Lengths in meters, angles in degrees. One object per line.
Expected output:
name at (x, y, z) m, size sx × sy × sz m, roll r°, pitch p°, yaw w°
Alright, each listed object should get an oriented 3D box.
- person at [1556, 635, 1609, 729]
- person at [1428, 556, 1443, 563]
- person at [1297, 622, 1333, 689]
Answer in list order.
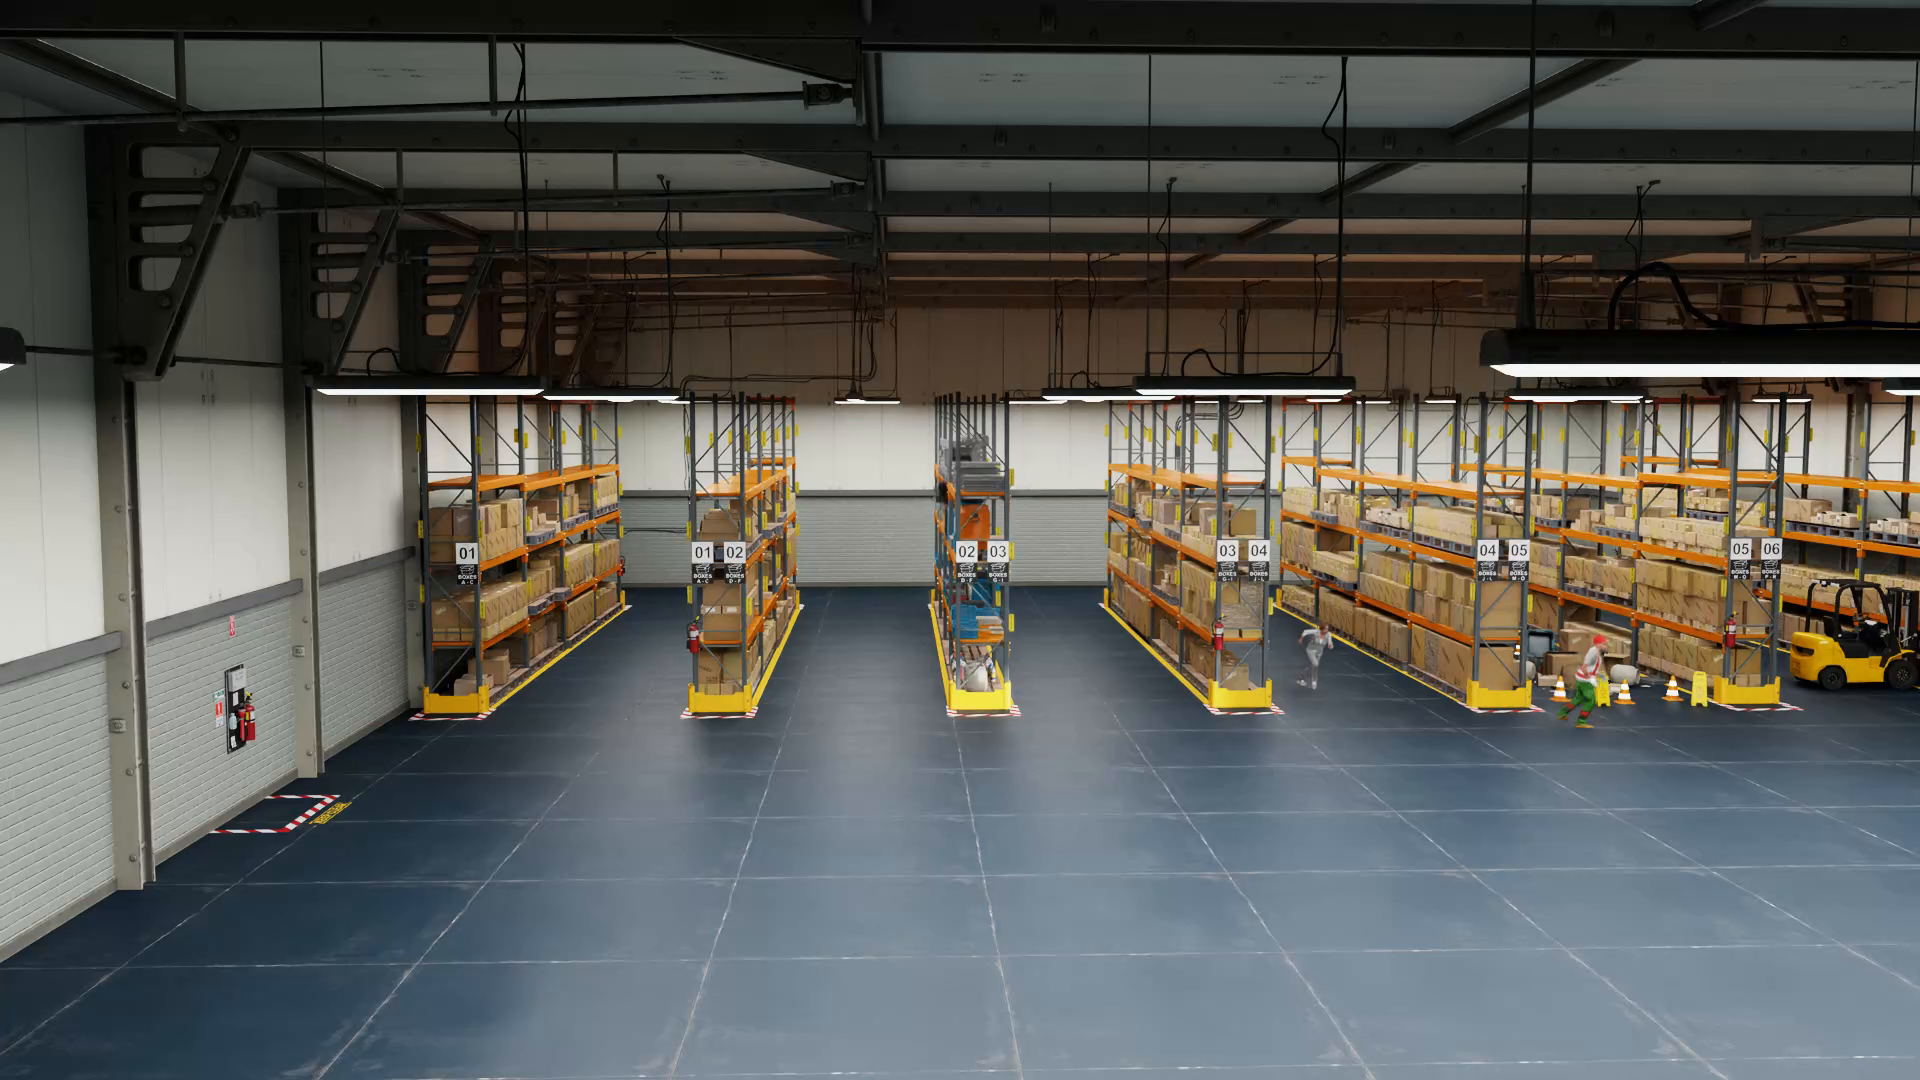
person at (11.097, 2.508, 29.628) m, size 0.865 × 1.694 × 0.668 m, roll 2°, pitch 5°, yaw 23°
person at (14.048, 1.010, 49.125) m, size 0.718 × 1.573 × 0.600 m, roll -1°, pitch 5°, yaw -12°
person at (7.214, 2.308, 33.673) m, size 0.502 × 1.377 × 1.034 m, roll -1°, pitch 5°, yaw -17°
